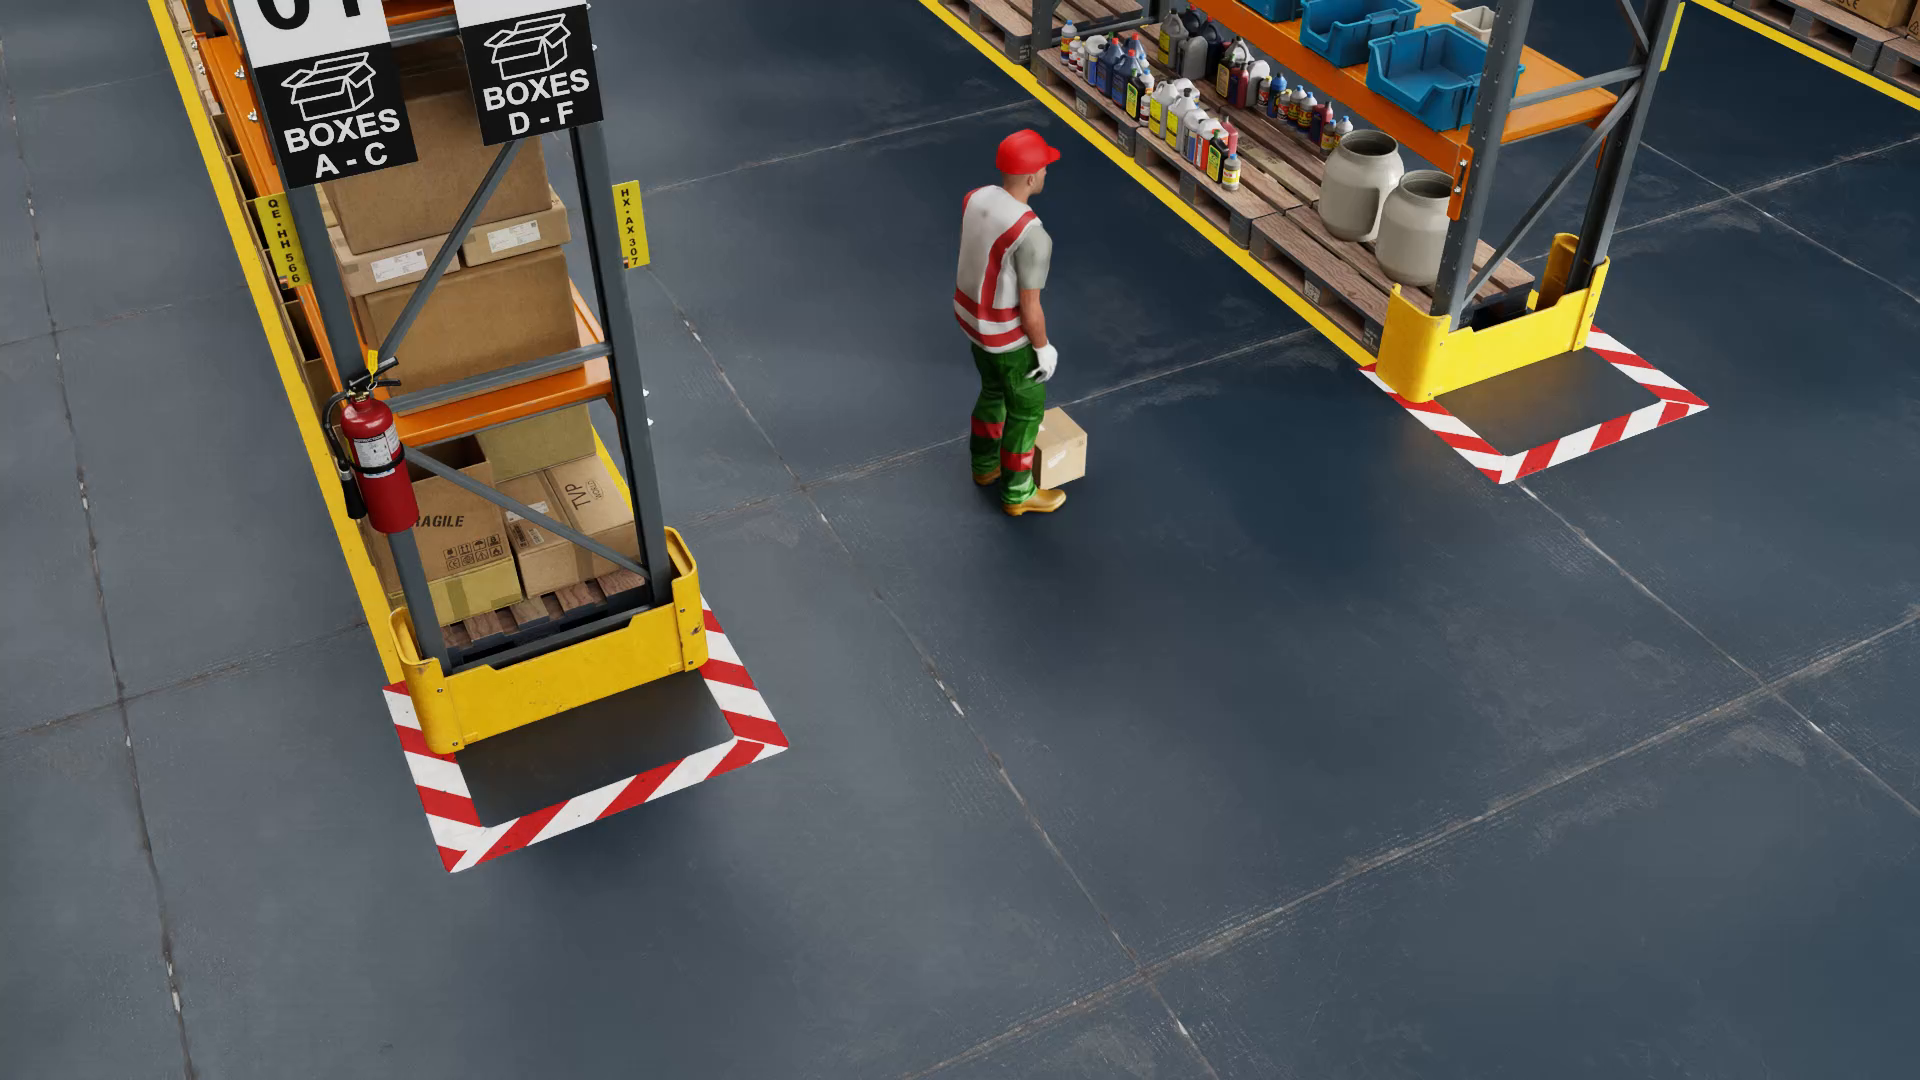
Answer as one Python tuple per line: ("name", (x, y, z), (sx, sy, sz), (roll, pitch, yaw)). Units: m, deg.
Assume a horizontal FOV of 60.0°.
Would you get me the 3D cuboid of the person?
("person", (0.219, -0.930, 7.223), (0.452, 1.777, 0.610), (-21, 45, -23))
